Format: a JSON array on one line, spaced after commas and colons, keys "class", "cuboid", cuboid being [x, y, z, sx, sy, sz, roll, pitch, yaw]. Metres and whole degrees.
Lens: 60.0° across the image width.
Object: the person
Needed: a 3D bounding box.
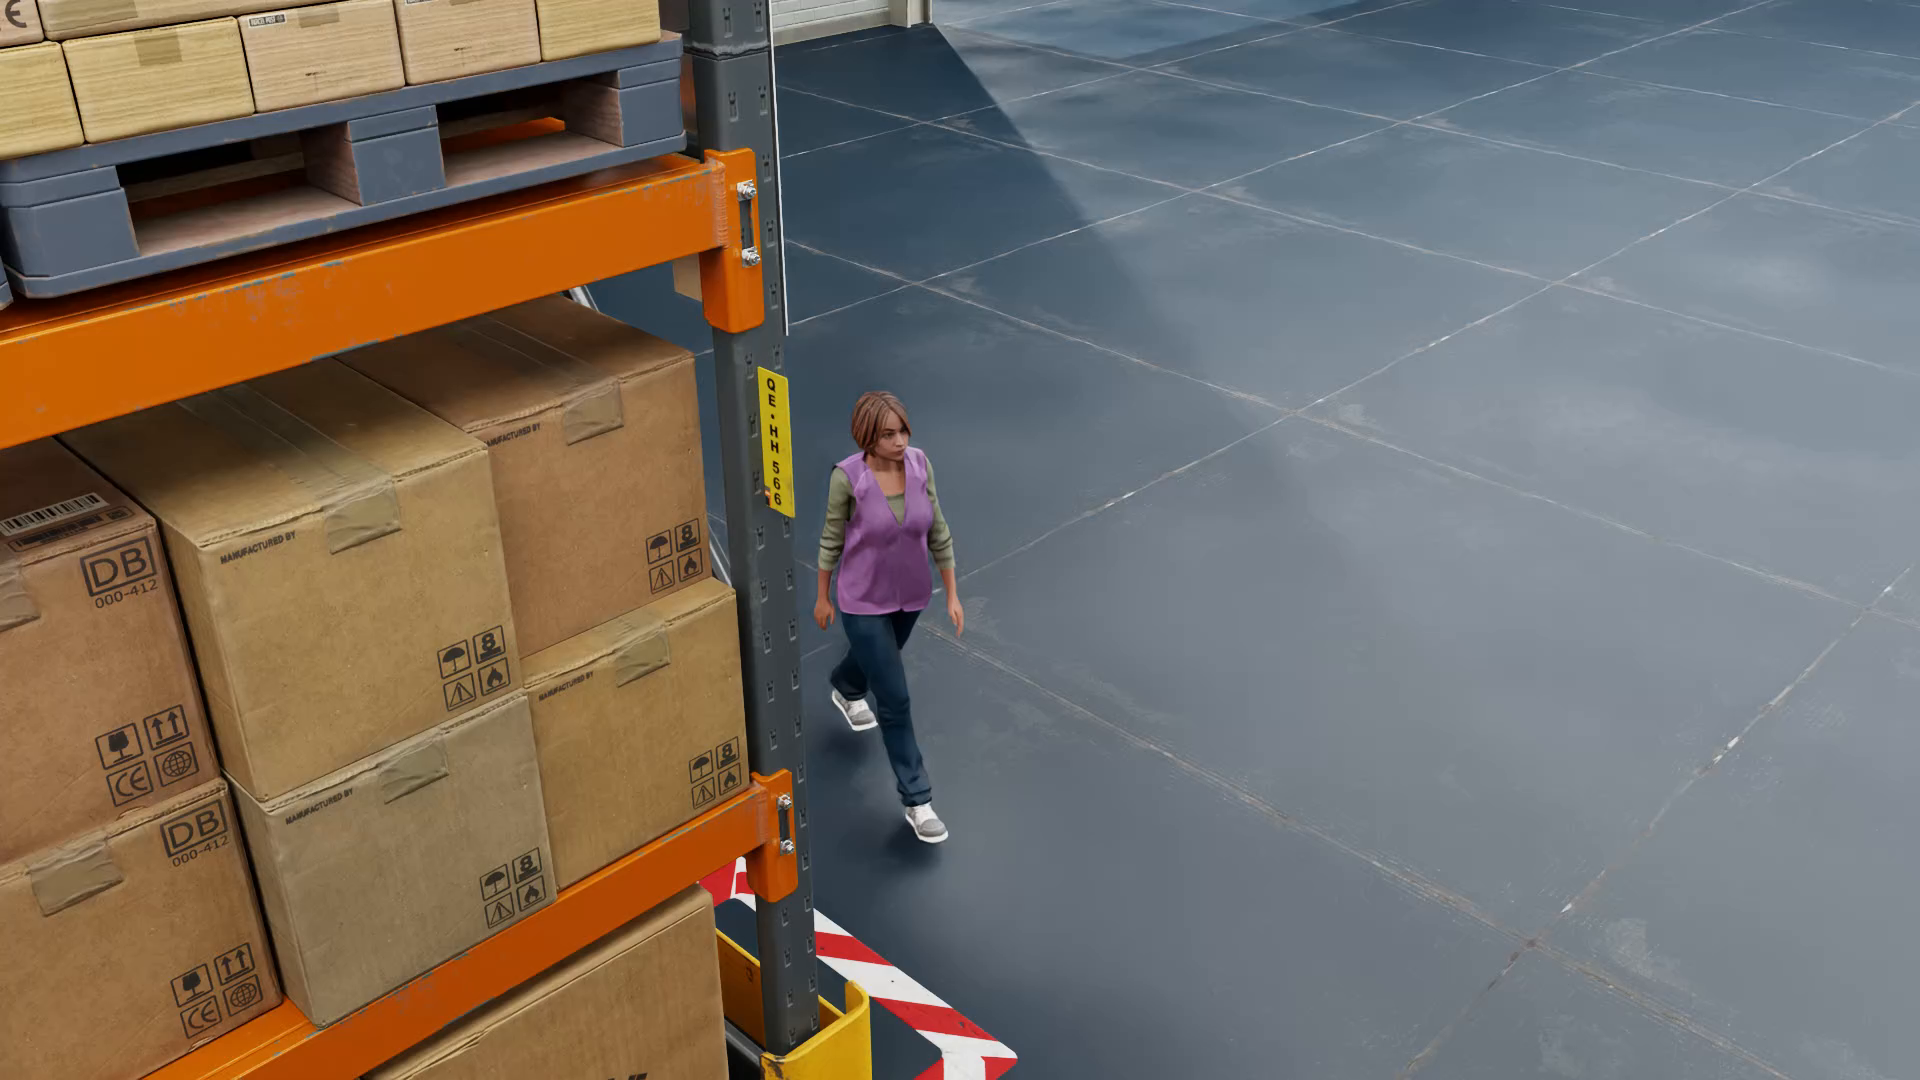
[{"class": "person", "cuboid": [-0.253, 0.188, 5.783, 0.437, 1.546, 0.968, -17, 33, -29]}]
